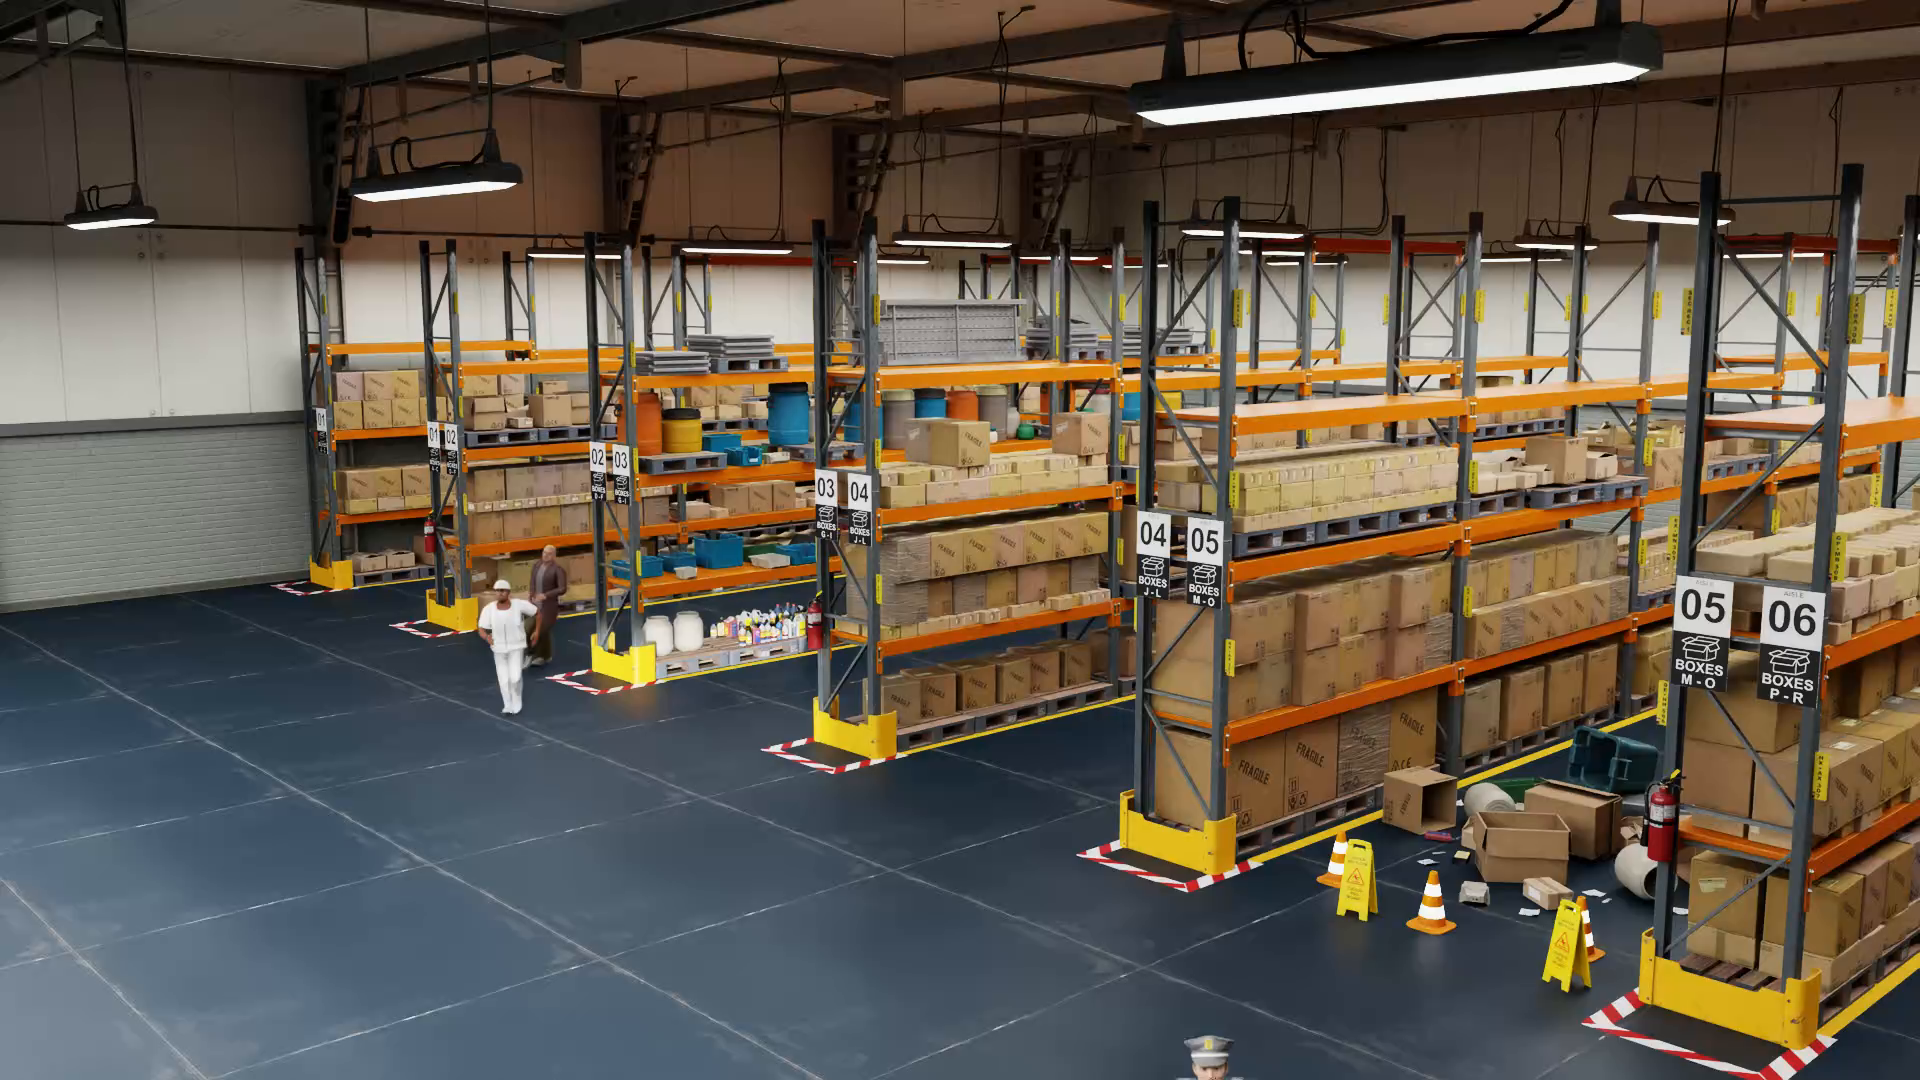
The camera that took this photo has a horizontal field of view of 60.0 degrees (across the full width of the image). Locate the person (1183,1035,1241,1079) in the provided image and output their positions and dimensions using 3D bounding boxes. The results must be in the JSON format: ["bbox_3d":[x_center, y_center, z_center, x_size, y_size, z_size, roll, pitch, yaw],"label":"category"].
[{"bbox_3d":[1.213,3.174,8.094,0.594,1.714,0.752,2,9,12],"label":"person"}]

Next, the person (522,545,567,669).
[{"bbox_3d":[-5.768,0.937,23.089,0.717,1.767,0.678,2,9,15],"label":"person"}]

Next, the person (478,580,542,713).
[{"bbox_3d":[-5.507,1.326,20.322,0.719,1.710,0.783,0,8,-3],"label":"person"}]
